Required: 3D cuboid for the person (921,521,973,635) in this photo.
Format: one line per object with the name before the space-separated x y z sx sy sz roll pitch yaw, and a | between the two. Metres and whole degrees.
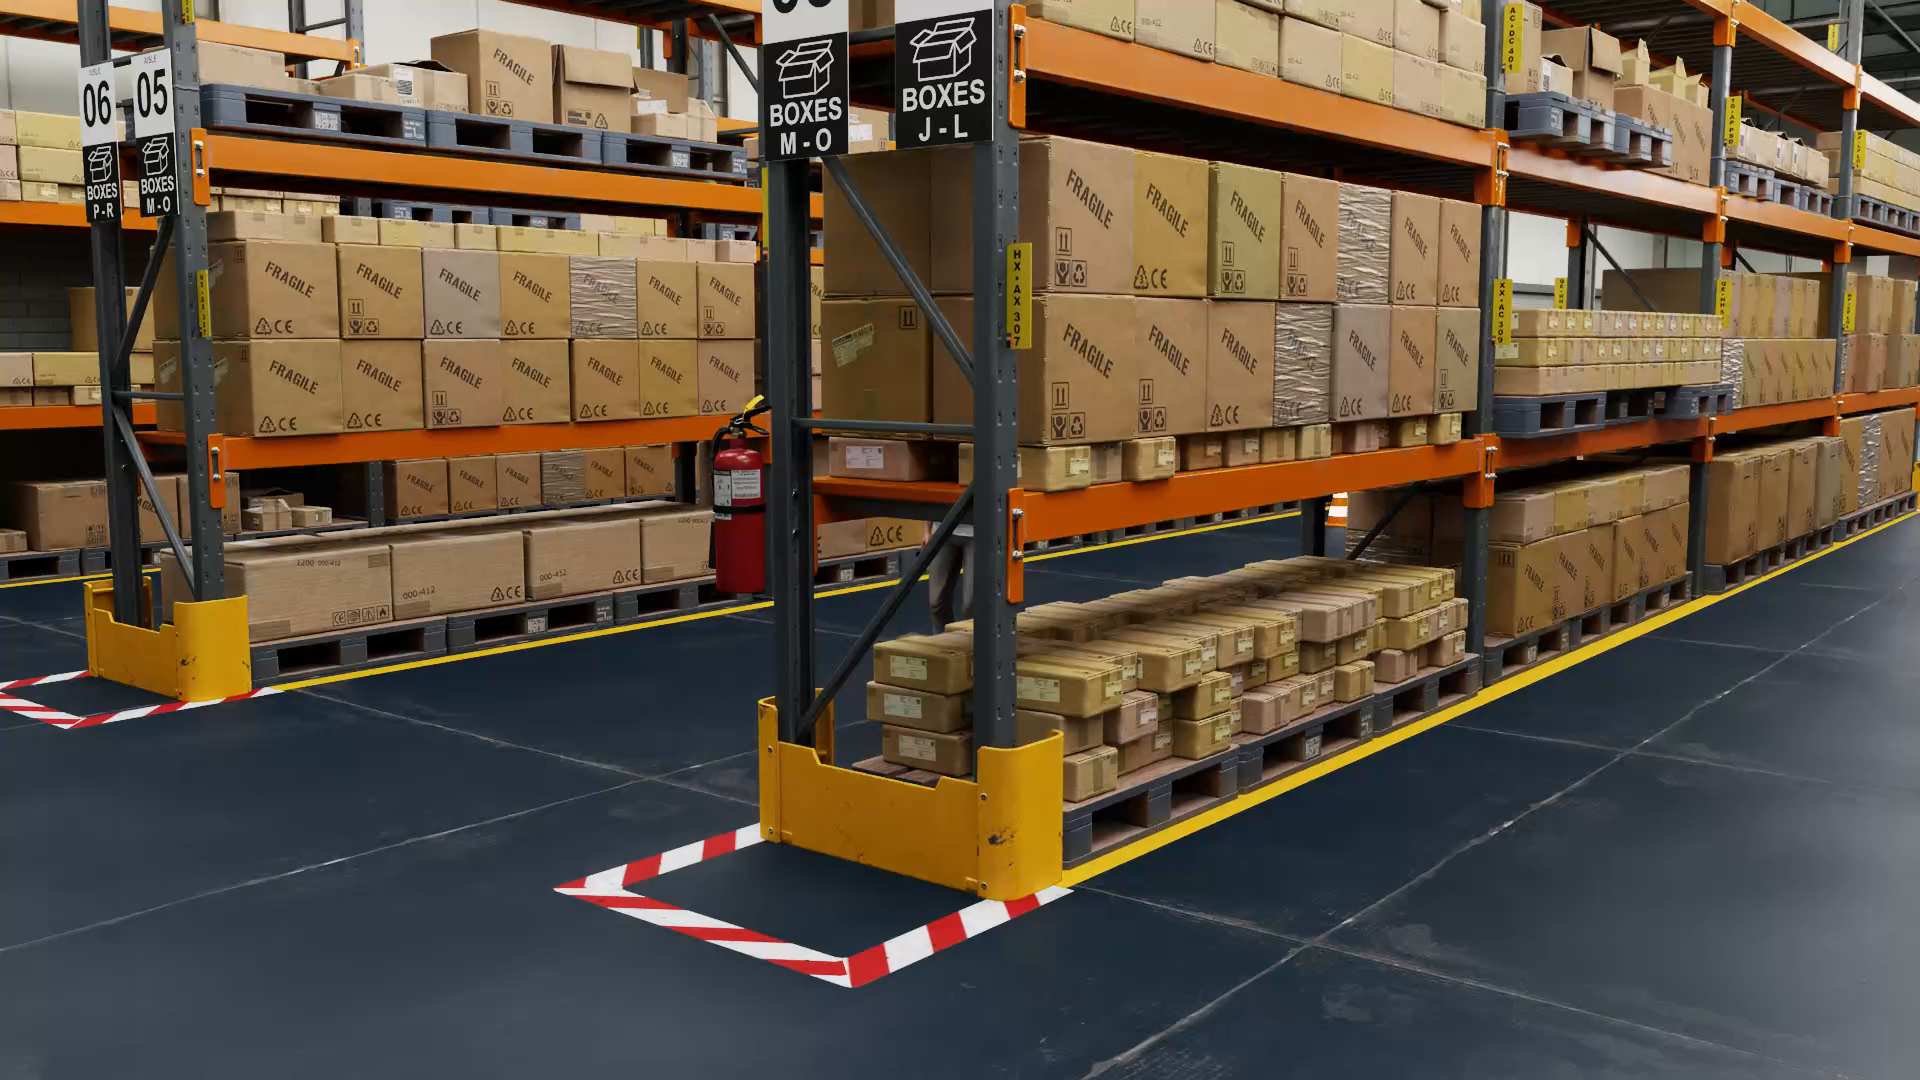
person | 0.013 0.005 8.334 0.464 1.591 0.343 5 8 35
